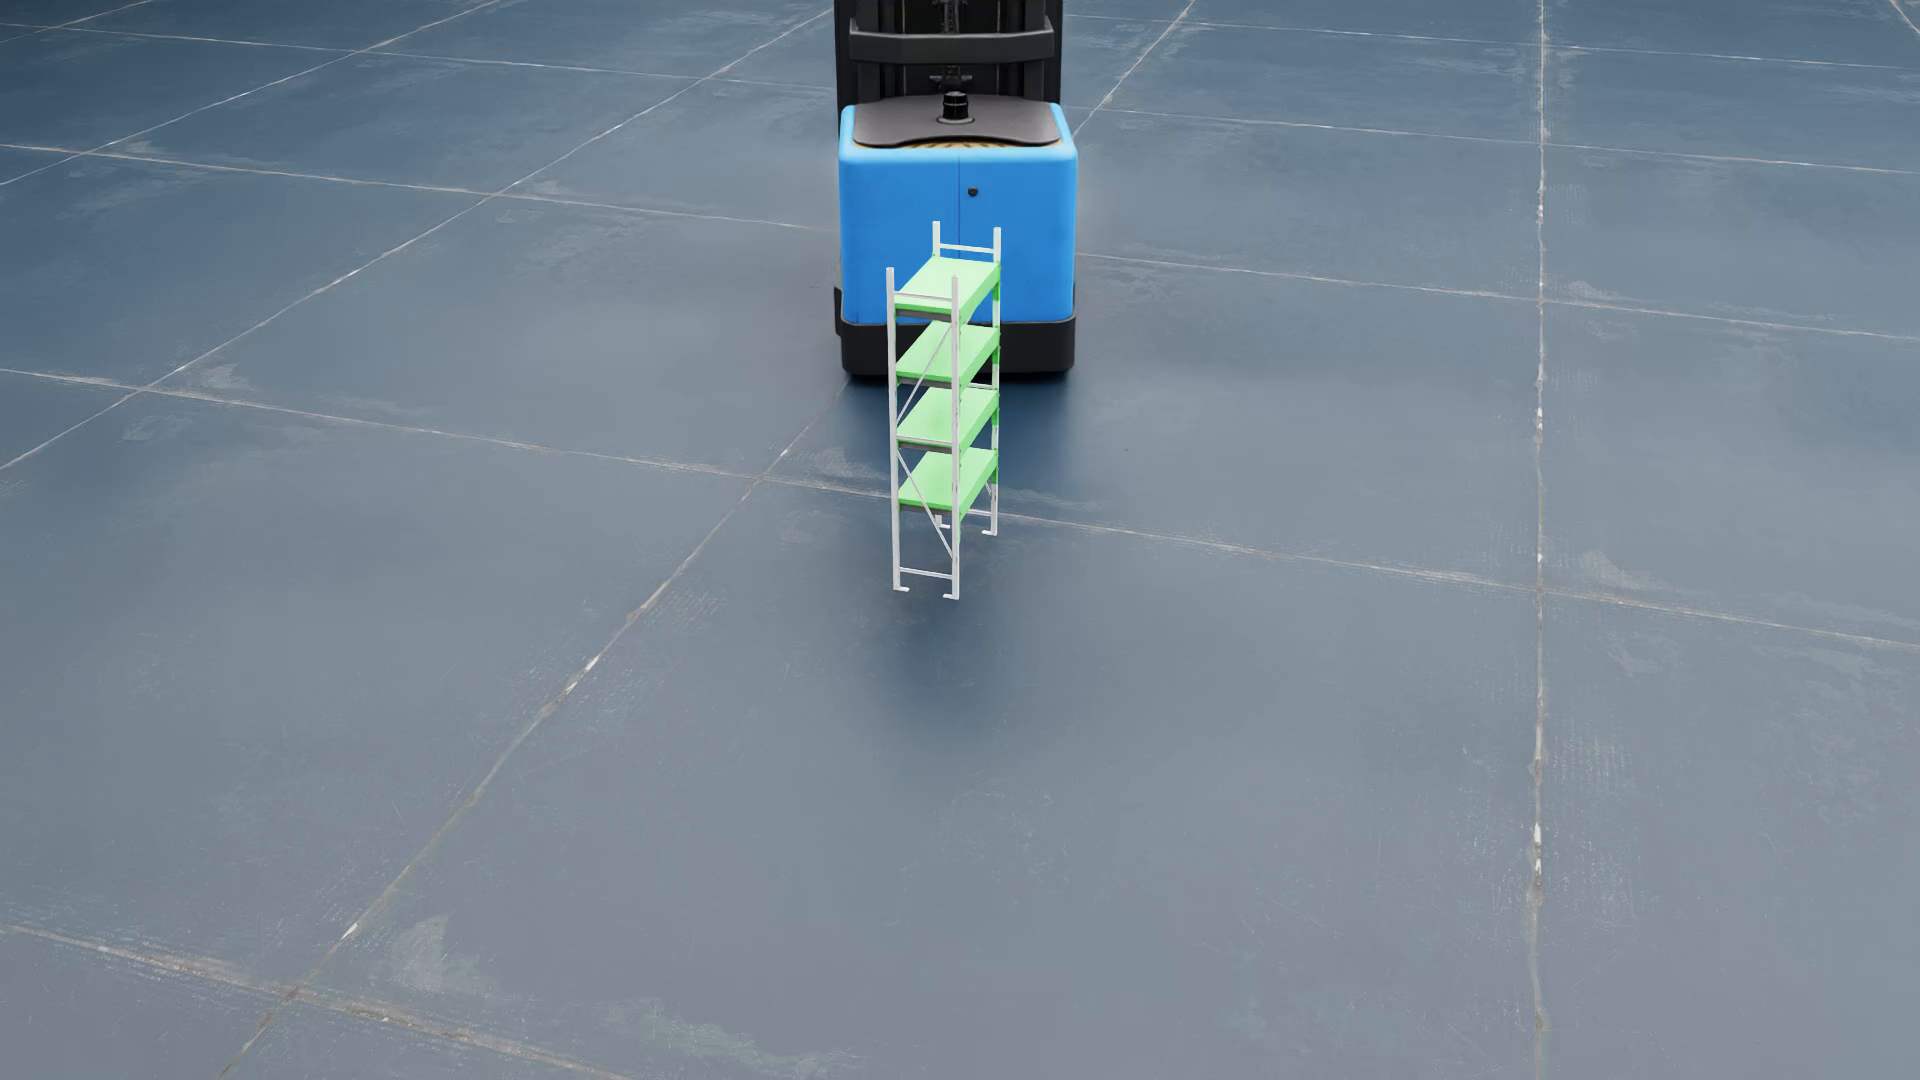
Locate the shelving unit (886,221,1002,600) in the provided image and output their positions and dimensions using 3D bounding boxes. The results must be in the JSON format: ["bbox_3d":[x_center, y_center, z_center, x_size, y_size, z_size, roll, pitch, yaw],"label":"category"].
[{"bbox_3d":[-0.049,-0.447,5.820,0.258,1.200,0.503,8,30,15],"label":"shelving unit"}]

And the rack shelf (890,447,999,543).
[{"bbox_3d":[-0.049,-0.182,5.968,0.258,0.148,0.480,8,30,15],"label":"rack shelf"}]

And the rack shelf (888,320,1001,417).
[{"bbox_3d":[-0.049,-0.601,5.734,0.258,0.148,0.480,8,30,15],"label":"rack shelf"}]

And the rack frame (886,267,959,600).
[{"bbox_3d":[-0.120,-0.334,5.616,0.240,1.200,0.015,8,30,15],"label":"rack frame"}]

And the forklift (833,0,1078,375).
[{"bbox_3d":[-0.067,-2.697,8.083,1.130,2.935,3.031,-1,29,-2],"label":"forklift"}]

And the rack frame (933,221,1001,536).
[{"bbox_3d":[0.023,-0.561,6.024,0.240,1.200,0.015,8,30,15],"label":"rack frame"}]

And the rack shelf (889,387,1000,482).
[{"bbox_3d":[-0.049,-0.392,5.851,0.258,0.148,0.480,8,30,15],"label":"rack shelf"}]

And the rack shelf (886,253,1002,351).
[{"bbox_3d":[-0.049,-0.811,5.618,0.258,0.148,0.480,8,30,15],"label":"rack shelf"}]
